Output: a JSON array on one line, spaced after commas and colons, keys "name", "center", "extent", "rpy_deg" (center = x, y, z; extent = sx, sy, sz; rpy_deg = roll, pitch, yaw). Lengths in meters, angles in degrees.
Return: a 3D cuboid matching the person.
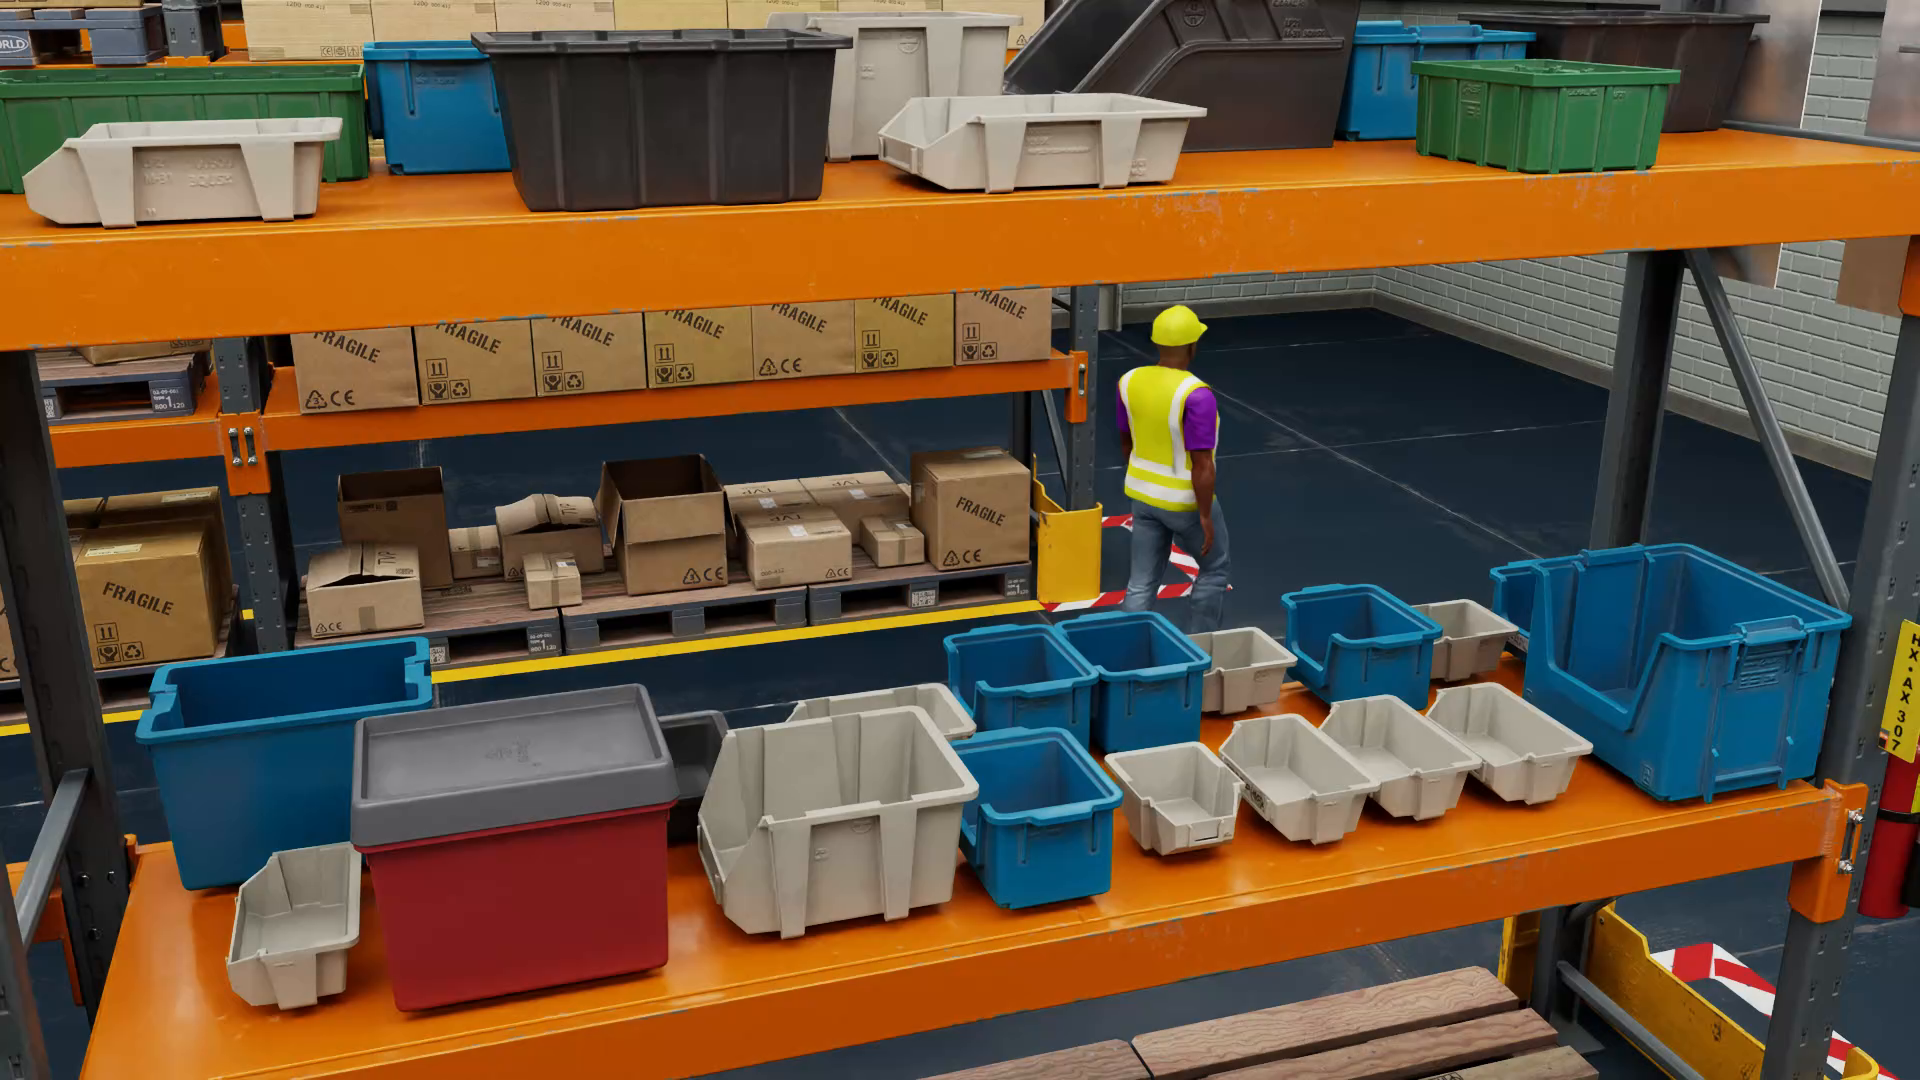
[{"name": "person", "center": [1.022, -0.190, 7.588], "extent": [0.607, 1.797, 0.745], "rpy_deg": [17, 26, 41]}]
